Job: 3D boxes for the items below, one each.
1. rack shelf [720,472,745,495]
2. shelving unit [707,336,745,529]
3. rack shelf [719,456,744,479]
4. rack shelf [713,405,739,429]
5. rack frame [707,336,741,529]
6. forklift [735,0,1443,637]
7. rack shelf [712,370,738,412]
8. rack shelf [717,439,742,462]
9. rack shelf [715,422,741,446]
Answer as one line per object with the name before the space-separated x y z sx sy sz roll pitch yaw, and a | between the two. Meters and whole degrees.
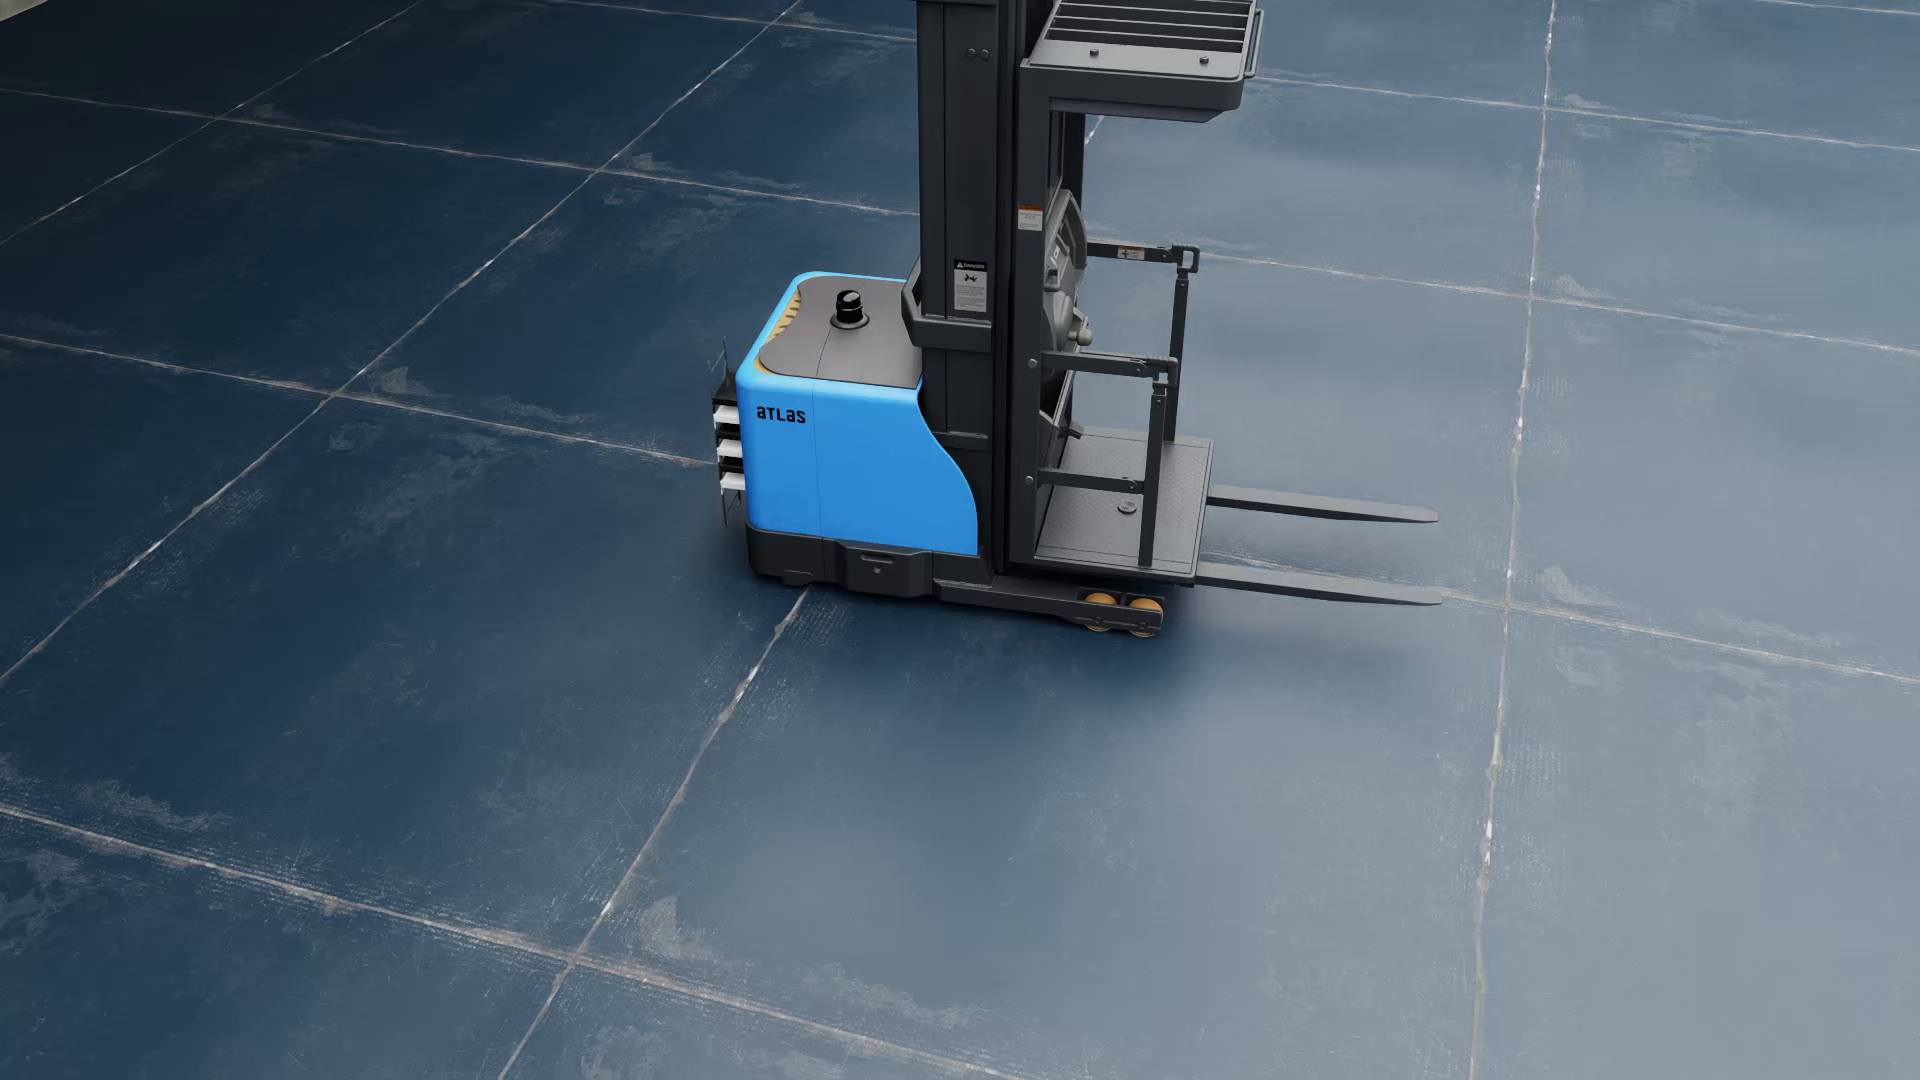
rack shelf | -0.981 -0.300 7.759 0.200 0.077 0.258 7 37 9
shelving unit | -0.981 -0.472 7.632 0.210 0.900 0.258 7 37 9
rack shelf | -0.981 -0.373 7.705 0.200 0.077 0.258 7 37 9
rack shelf | -0.981 -0.590 7.545 0.200 0.077 0.258 7 37 9
rack frame | -1.081 -0.484 7.649 0.006 0.900 0.240 7 37 9
forklift | 0.618 -1.106 6.780 3.031 2.935 1.130 7 37 9
rack shelf | -0.981 -0.663 7.492 0.200 0.077 0.258 7 37 9
rack shelf | -0.981 -0.445 7.652 0.200 0.077 0.258 7 37 9
rack shelf | -0.981 -0.518 7.599 0.200 0.077 0.258 7 37 9
